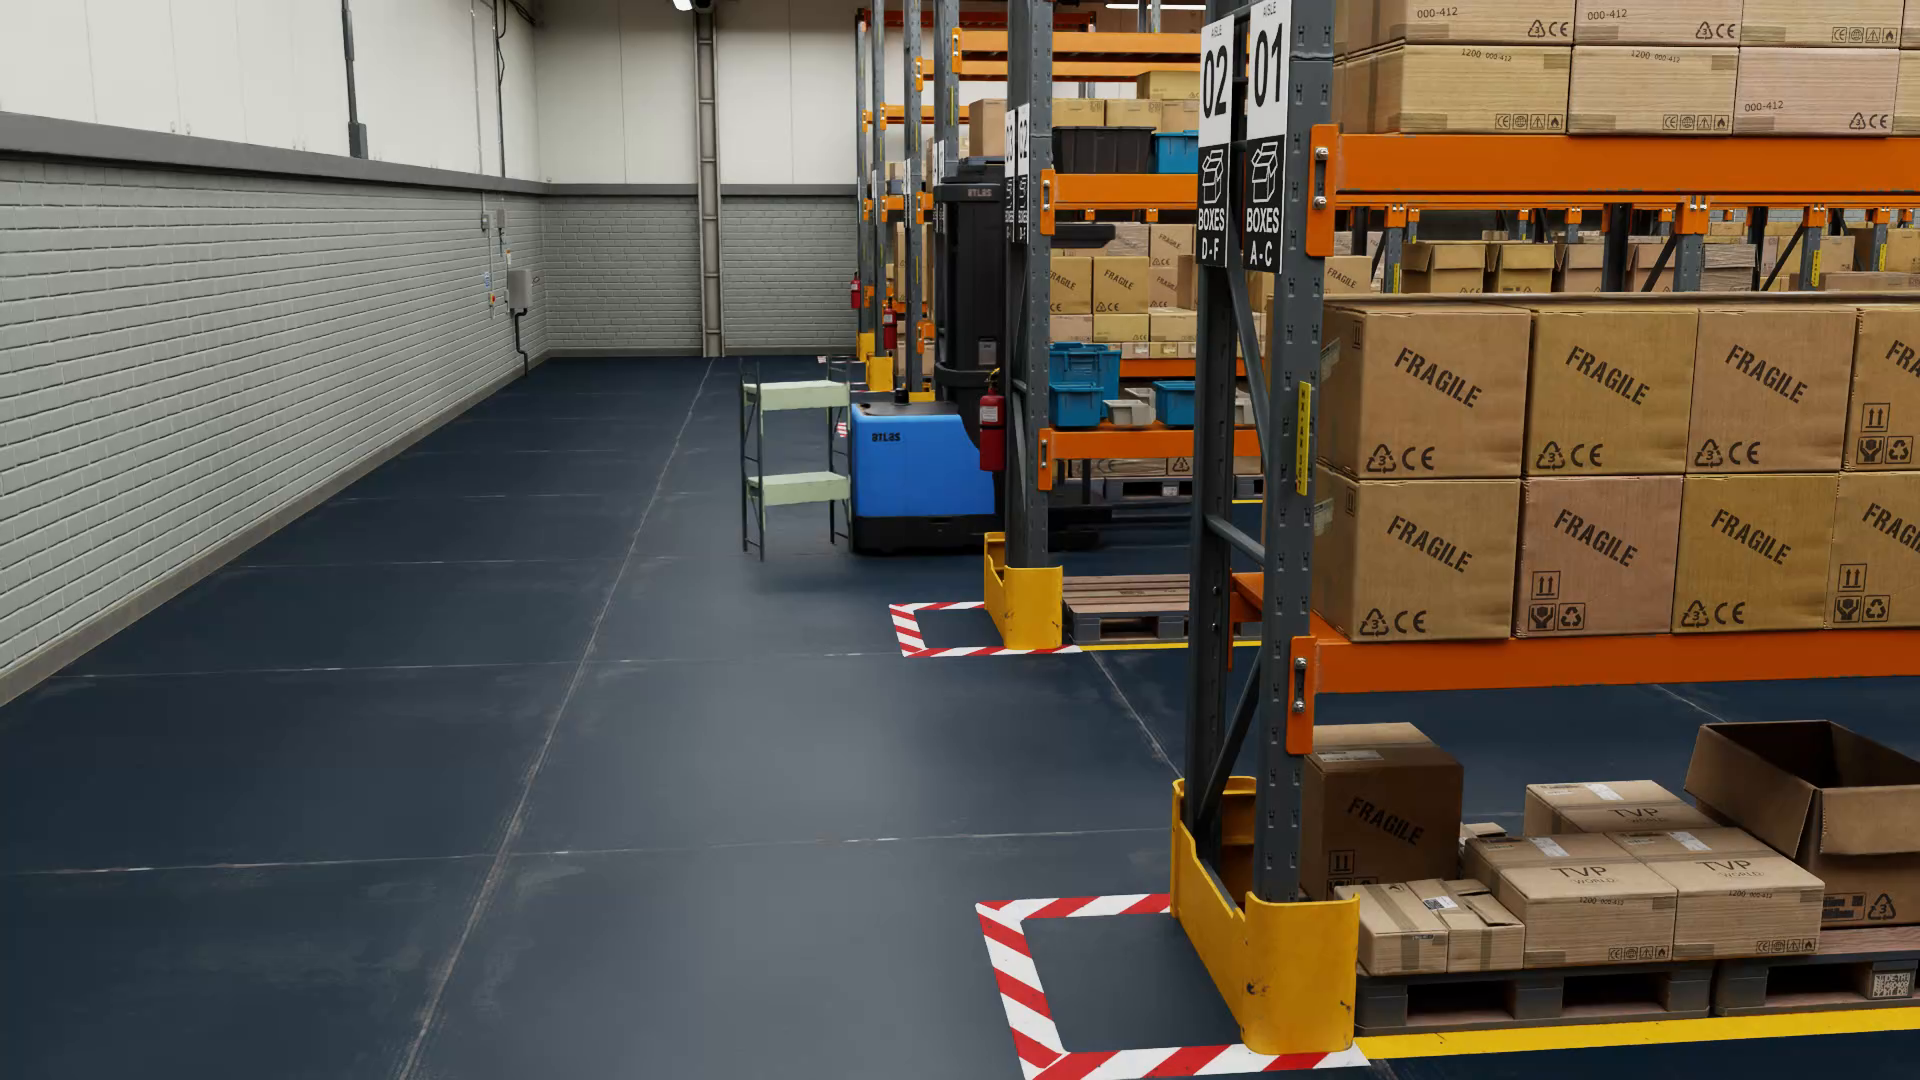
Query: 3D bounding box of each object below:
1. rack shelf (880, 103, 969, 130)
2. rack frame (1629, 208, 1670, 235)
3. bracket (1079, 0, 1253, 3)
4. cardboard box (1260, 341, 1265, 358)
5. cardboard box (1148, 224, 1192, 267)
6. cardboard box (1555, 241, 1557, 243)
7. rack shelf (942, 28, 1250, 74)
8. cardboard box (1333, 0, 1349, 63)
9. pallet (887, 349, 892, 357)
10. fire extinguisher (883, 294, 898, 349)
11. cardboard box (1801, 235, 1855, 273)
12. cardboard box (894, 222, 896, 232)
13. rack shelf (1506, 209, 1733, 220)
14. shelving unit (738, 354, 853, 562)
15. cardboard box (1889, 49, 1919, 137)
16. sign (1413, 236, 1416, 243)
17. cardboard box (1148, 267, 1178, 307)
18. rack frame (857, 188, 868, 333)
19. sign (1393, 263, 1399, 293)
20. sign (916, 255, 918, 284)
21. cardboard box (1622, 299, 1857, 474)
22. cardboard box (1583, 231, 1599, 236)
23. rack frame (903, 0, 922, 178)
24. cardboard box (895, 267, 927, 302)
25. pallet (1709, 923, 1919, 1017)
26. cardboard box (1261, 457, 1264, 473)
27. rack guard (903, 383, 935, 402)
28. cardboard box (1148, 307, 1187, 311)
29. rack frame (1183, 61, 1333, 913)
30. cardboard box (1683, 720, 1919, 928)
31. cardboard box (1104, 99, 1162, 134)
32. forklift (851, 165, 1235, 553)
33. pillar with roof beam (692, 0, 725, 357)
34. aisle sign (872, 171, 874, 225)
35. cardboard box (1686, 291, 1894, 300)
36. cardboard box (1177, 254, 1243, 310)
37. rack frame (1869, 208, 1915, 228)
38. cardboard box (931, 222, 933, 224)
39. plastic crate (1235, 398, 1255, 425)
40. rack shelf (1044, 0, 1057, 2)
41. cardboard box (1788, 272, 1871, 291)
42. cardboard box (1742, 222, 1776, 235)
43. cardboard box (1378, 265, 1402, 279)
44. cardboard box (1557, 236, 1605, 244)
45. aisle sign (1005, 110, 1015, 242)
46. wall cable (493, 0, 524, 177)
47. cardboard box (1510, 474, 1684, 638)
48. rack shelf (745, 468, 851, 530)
[{"bbox_3d":[0.794,-6.213,24.544,4.000,0.370,1.077,-1,11,-6],"label":"rack shelf"},{"bbox_3d":[10.736,-4.027,26.074,0.127,3.000,1.000,-1,11,-6],"label":"rack frame"},{"bbox_3d":[4.482,-9.675,29.920,4.783,0.066,0.076,-1,11,-6],"label":"bracket"},{"bbox_3d":[2.818,-1.751,15.150,0.250,0.149,0.380,-1,11,-5],"label":"cardboard box"},{"bbox_3d":[2.466,-3.525,19.900,0.500,0.500,0.500,-2,11,-8],"label":"cardboard box"},{"bbox_3d":[9.295,-4.354,25.620,0.500,0.500,0.500,-1,11,-4],"label":"cardboard box"},{"bbox_3d":[1.864,-4.312,14.877,4.000,0.370,1.077,-1,11,-6],"label":"rack shelf"},{"bbox_3d":[1.425,-1.680,5.452,0.500,0.250,0.500,-1,11,-6],"label":"cardboard box"},{"bbox_3d":[-0.866,-3.378,30.007,1.213,0.211,1.003,-1,11,-6],"label":"pallet"},{"bbox_3d":[-0.859,-2.692,20.452,0.183,0.674,0.296,-1,11,-6],"label":"fire extinguisher"},{"bbox_3d":[10.878,-3.608,21.092,0.500,0.500,0.700,-1,11,-7],"label":"cardboard box"},{"bbox_3d":[-0.859,-4.681,24.867,0.250,0.149,0.380,-1,11,-5],"label":"cardboard box"},{"bbox_3d":[12.184,-6.139,30.908,4.000,0.370,1.077,-1,11,-6],"label":"rack shelf"},{"bbox_3d":[-1.254,-0.641,12.739,0.755,1.500,0.431,-6,13,-27],"label":"shelving unit"},{"bbox_3d":[2.972,-1.367,5.157,0.500,0.250,0.500,-1,11,-6],"label":"cardboard box"},{"bbox_3d":[6.822,-4.405,24.998,0.005,0.325,0.100,-1,11,-6],"label":"sign"},{"bbox_3d":[2.451,-3.033,19.989,0.500,0.500,0.500,-2,11,-8],"label":"cardboard box"},{"bbox_3d":[-1.734,-4.728,29.644,0.127,3.000,1.000,-1,11,-6],"label":"rack frame"},{"bbox_3d":[3.914,-2.317,14.927,0.005,0.325,0.100,-1,11,-6],"label":"sign"},{"bbox_3d":[-0.500,-3.150,19.372,0.005,0.325,0.100,-1,11,-6],"label":"sign"},{"bbox_3d":[2.429,-0.497,5.266,0.500,0.500,0.500,-1,11,-5],"label":"cardboard box"},{"bbox_3d":[9.617,-4.676,25.578,0.250,0.149,0.380,-2,11,-8],"label":"cardboard box"},{"bbox_3d":[-0.559,-5.773,19.406,0.127,3.000,1.000,-1,11,-6],"label":"rack frame"},{"bbox_3d":[-0.686,-3.781,24.564,0.500,0.500,0.500,-1,11,-7],"label":"cardboard box"},{"bbox_3d":[3.020,1.349,5.960,1.213,0.211,1.003,-1,11,-6],"label":"pallet"},{"bbox_3d":[3.188,-1.125,15.732,0.875,0.875,0.875,-1,11,-6],"label":"cardboard box"},{"bbox_3d":[-0.484,-1.605,20.234,0.348,0.500,1.175,-1,11,-6],"label":"rack guard"},{"bbox_3d":[1.857,-2.042,15.598,0.500,0.250,0.500,-1,11,-6],"label":"cardboard box"},{"bbox_3d":[0.942,0.024,5.472,0.127,3.000,1.000,-1,11,-6],"label":"rack frame"},{"bbox_3d":[3.052,0.989,5.890,0.637,0.503,0.797,-1,11,-6],"label":"cardboard box"},{"bbox_3d":[1.468,-3.682,14.938,0.500,0.500,0.700,-2,11,-10],"label":"cardboard box"},{"bbox_3d":[0.647,-1.445,13.118,3.031,2.935,1.130,-2,11,-8],"label":"forklift"},{"bbox_3d":[-4.047,-6.963,25.460,0.548,9.000,9.100,-1,11,-6],"label":"pillar with roof beam"},{"bbox_3d":[-1.299,-5.110,24.847,0.004,0.787,0.394,-1,11,-6],"label":"aisle sign"},{"bbox_3d":[2.883,-0.611,5.849,0.500,0.500,0.500,-1,11,-4],"label":"cardboard box"},{"bbox_3d":[2.342,-2.418,15.567,0.500,0.500,0.500,-2,11,-8],"label":"cardboard box"},{"bbox_3d":[14.712,-4.110,26.498,0.127,3.000,1.000,-1,11,-6],"label":"rack frame"},{"bbox_3d":[-0.288,-4.591,24.414,0.250,0.149,0.380,-1,11,-4],"label":"cardboard box"},{"bbox_3d":[1.694,-0.773,10.054,0.298,0.136,0.250,-1,11,-6],"label":"plastic crate"},{"bbox_3d":[2.399,-3.362,10.045,4.000,0.370,1.077,-1,11,-6],"label":"rack shelf"},{"bbox_3d":[8.362,-2.317,16.029,0.500,0.500,0.500,-3,11,-13],"label":"cardboard box"},{"bbox_3d":[12.209,-4.692,25.834,0.500,0.500,0.700,-1,11,-7],"label":"cardboard box"},{"bbox_3d":[5.144,-3.235,20.066,0.250,0.149,0.380,-1,11,-4],"label":"cardboard box"},{"bbox_3d":[7.842,-3.543,20.764,0.500,0.500,0.700,-1,11,-6],"label":"cardboard box"},{"bbox_3d":[0.308,-2.257,10.331,0.004,0.787,0.394,-1,11,-6],"label":"aisle sign"},{"bbox_3d":[-7.161,-7.246,26.798,0.133,3.039,2.988,-1,11,-6],"label":"wall cable"},{"bbox_3d":[1.924,0.004,5.312,0.500,0.500,0.500,-1,11,-7],"label":"cardboard box"},{"bbox_3d":[-1.254,-0.321,12.802,0.720,0.370,0.431,-6,13,-27],"label":"rack shelf"}]
